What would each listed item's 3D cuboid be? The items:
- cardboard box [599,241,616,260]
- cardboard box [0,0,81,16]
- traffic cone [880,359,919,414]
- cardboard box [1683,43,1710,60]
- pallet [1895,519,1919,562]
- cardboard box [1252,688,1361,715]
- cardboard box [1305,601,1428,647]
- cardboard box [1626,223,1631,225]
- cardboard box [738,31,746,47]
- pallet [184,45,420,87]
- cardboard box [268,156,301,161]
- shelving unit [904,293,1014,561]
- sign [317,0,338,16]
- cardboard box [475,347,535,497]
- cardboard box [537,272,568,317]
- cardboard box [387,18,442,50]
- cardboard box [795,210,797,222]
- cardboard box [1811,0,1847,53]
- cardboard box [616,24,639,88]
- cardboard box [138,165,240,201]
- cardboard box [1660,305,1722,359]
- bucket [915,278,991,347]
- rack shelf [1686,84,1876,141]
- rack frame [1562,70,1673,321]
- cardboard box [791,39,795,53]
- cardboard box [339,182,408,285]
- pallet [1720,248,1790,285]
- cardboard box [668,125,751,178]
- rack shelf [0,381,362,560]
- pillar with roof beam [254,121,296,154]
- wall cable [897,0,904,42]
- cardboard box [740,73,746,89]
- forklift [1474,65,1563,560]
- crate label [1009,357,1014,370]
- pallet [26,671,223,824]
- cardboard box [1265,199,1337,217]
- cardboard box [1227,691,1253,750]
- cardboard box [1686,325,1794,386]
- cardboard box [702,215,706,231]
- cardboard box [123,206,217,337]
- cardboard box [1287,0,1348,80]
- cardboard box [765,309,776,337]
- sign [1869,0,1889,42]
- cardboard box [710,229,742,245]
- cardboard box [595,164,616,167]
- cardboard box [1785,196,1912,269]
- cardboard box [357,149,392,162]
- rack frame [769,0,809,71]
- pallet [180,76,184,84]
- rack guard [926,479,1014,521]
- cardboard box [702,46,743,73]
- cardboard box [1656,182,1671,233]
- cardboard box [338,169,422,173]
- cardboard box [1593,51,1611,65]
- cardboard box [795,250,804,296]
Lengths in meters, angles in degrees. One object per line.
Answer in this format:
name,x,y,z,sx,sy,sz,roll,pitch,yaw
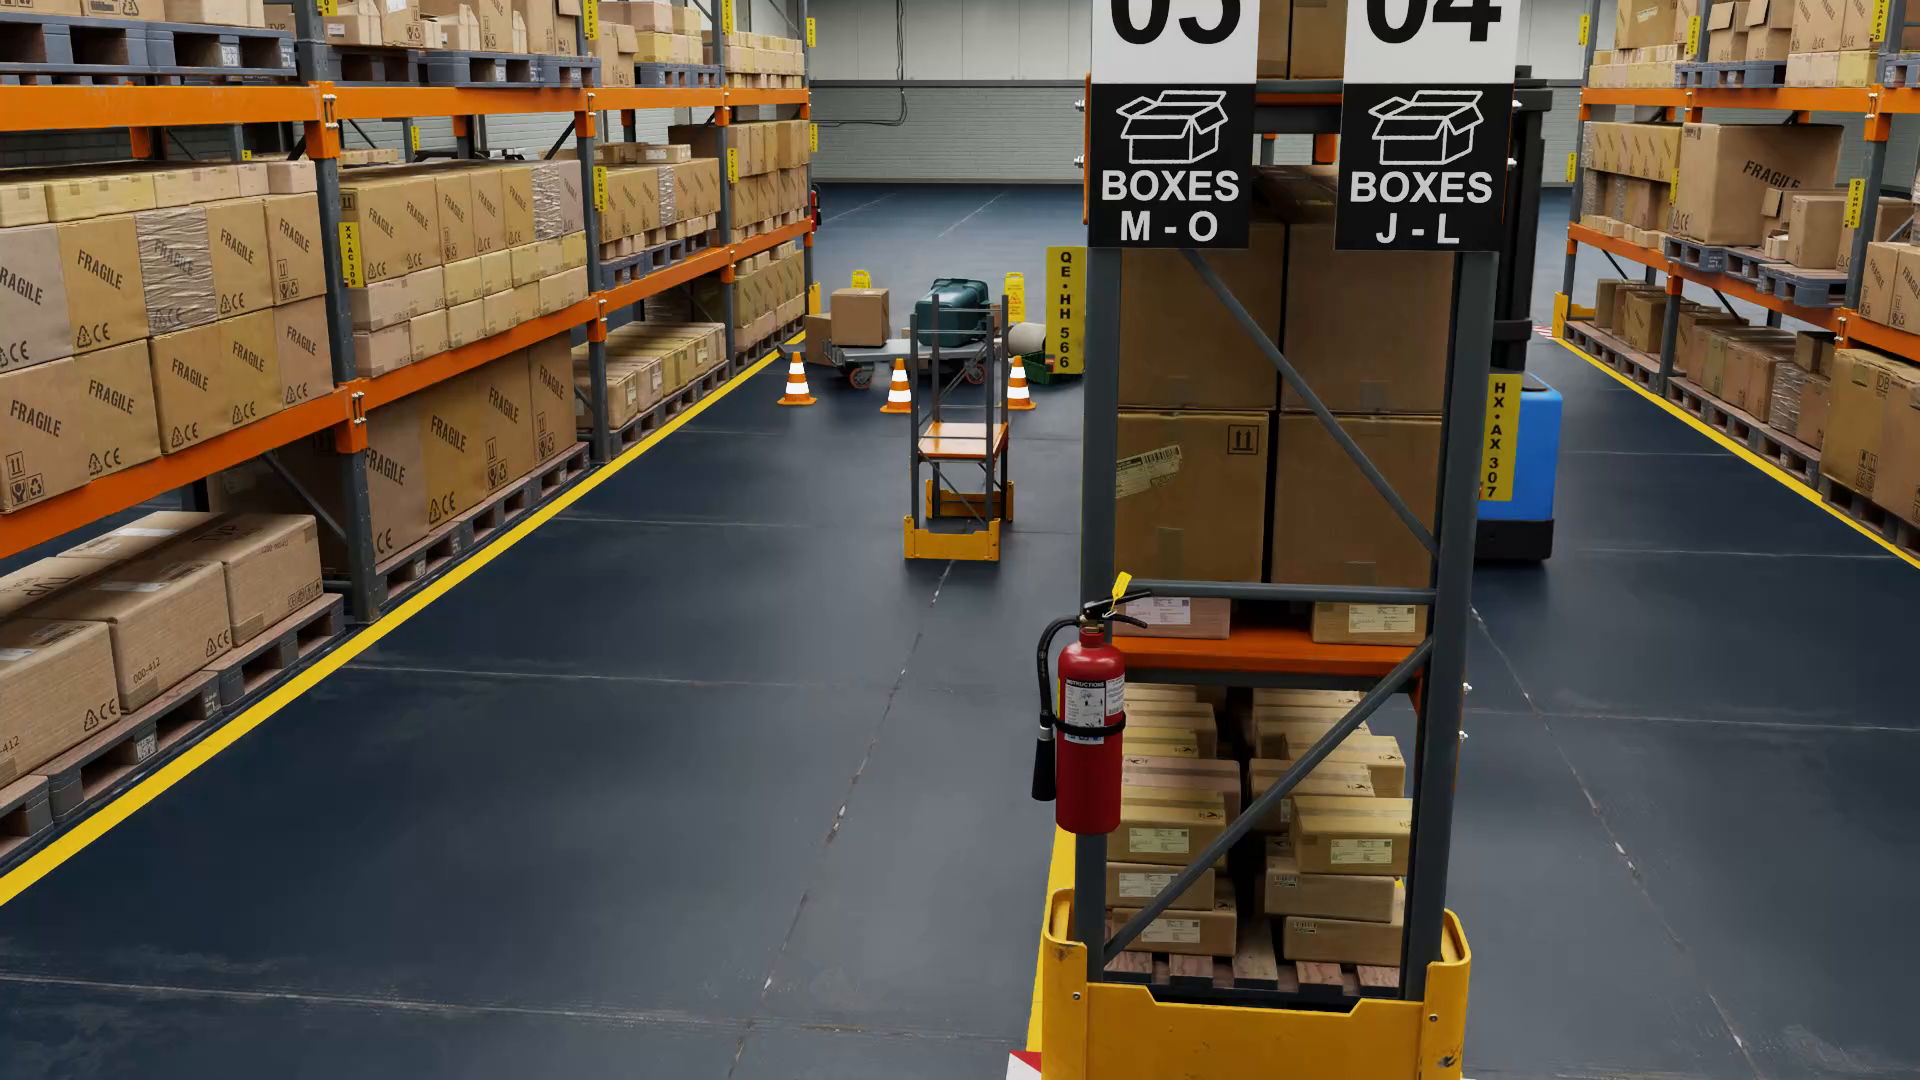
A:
cardboard box,-2.920,-2.283,13.037,0.380,0.149,0.250,1,15,3
cardboard box,-3.733,-2.242,6.271,0.500,0.500,0.500,2,15,7
traffic cone,-0.544,-1.396,14.939,0.336,0.463,0.334,2,15,6
cardboard box,6.841,-4.457,15.176,0.380,0.149,0.250,2,15,8
pallet,6.336,0.105,9.869,1.003,0.211,1.213,2,15,6
cardboard box,1.271,0.629,6.107,0.380,0.149,0.250,2,15,8
cardboard box,1.182,0.191,4.692,0.380,0.149,0.250,2,15,6
cardboard box,7.111,-3.191,17.197,0.380,0.149,0.250,2,15,6
cardboard box,-2.357,-5.009,16.645,0.380,0.149,0.250,1,15,4
pallet,-3.604,-2.608,9.181,0.805,0.209,1.217,1,15,4
cardboard box,-7.267,-4.013,17.753,0.380,0.149,0.250,2,15,8
shelving unit,0.009,-0.744,10.539,0.587,1.500,1.083,2,15,6
sign,-3.107,-2.733,8.135,0.100,0.325,0.005,2,15,6
cardboard box,-3.472,-0.820,11.214,0.875,0.875,0.875,2,15,7
cardboard box,-3.048,-1.707,11.514,0.500,0.250,0.500,2,15,7
cardboard box,-3.168,-2.869,9.423,0.380,0.166,0.250,1,15,2
cardboard box,-2.103,-3.766,19.325,0.380,0.149,0.250,1,15,5
cardboard box,6.492,-3.761,11.928,0.500,0.500,0.500,2,15,6
cardboard box,-3.063,-3.945,13.561,0.797,0.503,0.637,2,15,6
cardboard box,-3.552,-1.639,7.626,0.380,0.149,0.250,2,15,6
cardboard box,7.233,-2.044,16.458,0.500,0.500,0.500,7,17,24
bucket,-0.101,-2.225,16.505,0.726,0.611,0.620,7,27,25
rack shelf,6.865,-3.378,13.041,1.077,0.370,4.000,2,15,6
rack frame,7.542,-3.834,19.094,1.000,3.000,0.127,2,15,6
cardboard box,-2.116,-5.675,19.111,0.380,0.149,0.250,2,15,7
cardboard box,-3.323,-1.650,8.910,0.500,0.500,0.500,2,15,7
pallet,6.822,-2.181,13.349,1.003,0.211,1.213,2,15,6
cardboard box,-2.491,-3.871,16.553,0.700,0.500,0.500,2,15,6
rack shelf,-3.884,-0.147,6.839,1.077,0.370,4.000,2,15,6
pillar with roof beam,-3.933,-6.886,18.889,9.100,9.000,0.400,2,15,6
wall cable,-0.491,-16.378,50.266,3.097,2.526,0.112,2,15,6
cardboard box,-2.406,-4.686,16.981,0.380,0.149,0.250,2,15,8
forklift,3.176,-1.631,11.079,1.130,2.935,3.031,1,15,5
crate label,0.658,-1.807,17.084,0.298,0.136,0.250,-10,18,-32
pallet,-3.957,0.845,7.133,1.003,0.211,1.213,2,15,6
cardboard box,1.185,-0.771,5.088,0.500,0.500,0.500,2,15,8
cardboard box,1.223,0.703,6.402,0.380,0.149,0.250,2,15,9
cardboard box,7.000,-1.643,14.939,0.700,0.500,0.500,1,15,2
cardboard box,-2.587,-2.960,15.540,0.380,0.149,0.250,1,15,5
cardboard box,-3.551,-1.150,7.062,0.500,0.500,0.500,2,15,7
cardboard box,1.125,-1.341,4.415,0.500,0.250,0.500,2,15,8
cardboard box,-2.315,-2.385,18.199,0.500,0.250,0.500,1,15,6
sign,6.101,-3.473,11.022,0.100,0.325,0.005,2,15,6
cardboard box,-2.401,-3.039,16.636,0.380,0.149,0.250,2,15,6
cardboard box,-3.266,-2.978,14.364,0.500,0.500,0.500,1,15,4
cardboard box,6.624,-2.299,12.421,0.700,0.500,0.500,4,16,15
cardboard box,-7.065,-4.612,19.967,0.380,0.149,0.250,2,15,6
rack frame,-2.304,-7.022,19.390,1.000,3.000,0.127,2,15,6
pallet,-7.618,-4.861,17.315,1.003,0.211,1.213,2,15,6
rack guard,0.065,-0.270,11.180,0.587,0.250,0.087,2,15,6
cardboard box,-2.434,-4.713,16.318,0.500,0.250,0.500,1,15,5
cardboard box,7.295,-3.232,16.106,0.875,0.500,0.500,2,15,6
cardboard box,-3.686,-2.068,10.455,0.500,0.500,0.500,2,15,7
cardboard box,7.156,-5.273,18.193,0.380,0.149,0.250,2,15,7
cardboard box,-2.136,-3.148,19.583,0.500,0.500,0.500,2,15,7
